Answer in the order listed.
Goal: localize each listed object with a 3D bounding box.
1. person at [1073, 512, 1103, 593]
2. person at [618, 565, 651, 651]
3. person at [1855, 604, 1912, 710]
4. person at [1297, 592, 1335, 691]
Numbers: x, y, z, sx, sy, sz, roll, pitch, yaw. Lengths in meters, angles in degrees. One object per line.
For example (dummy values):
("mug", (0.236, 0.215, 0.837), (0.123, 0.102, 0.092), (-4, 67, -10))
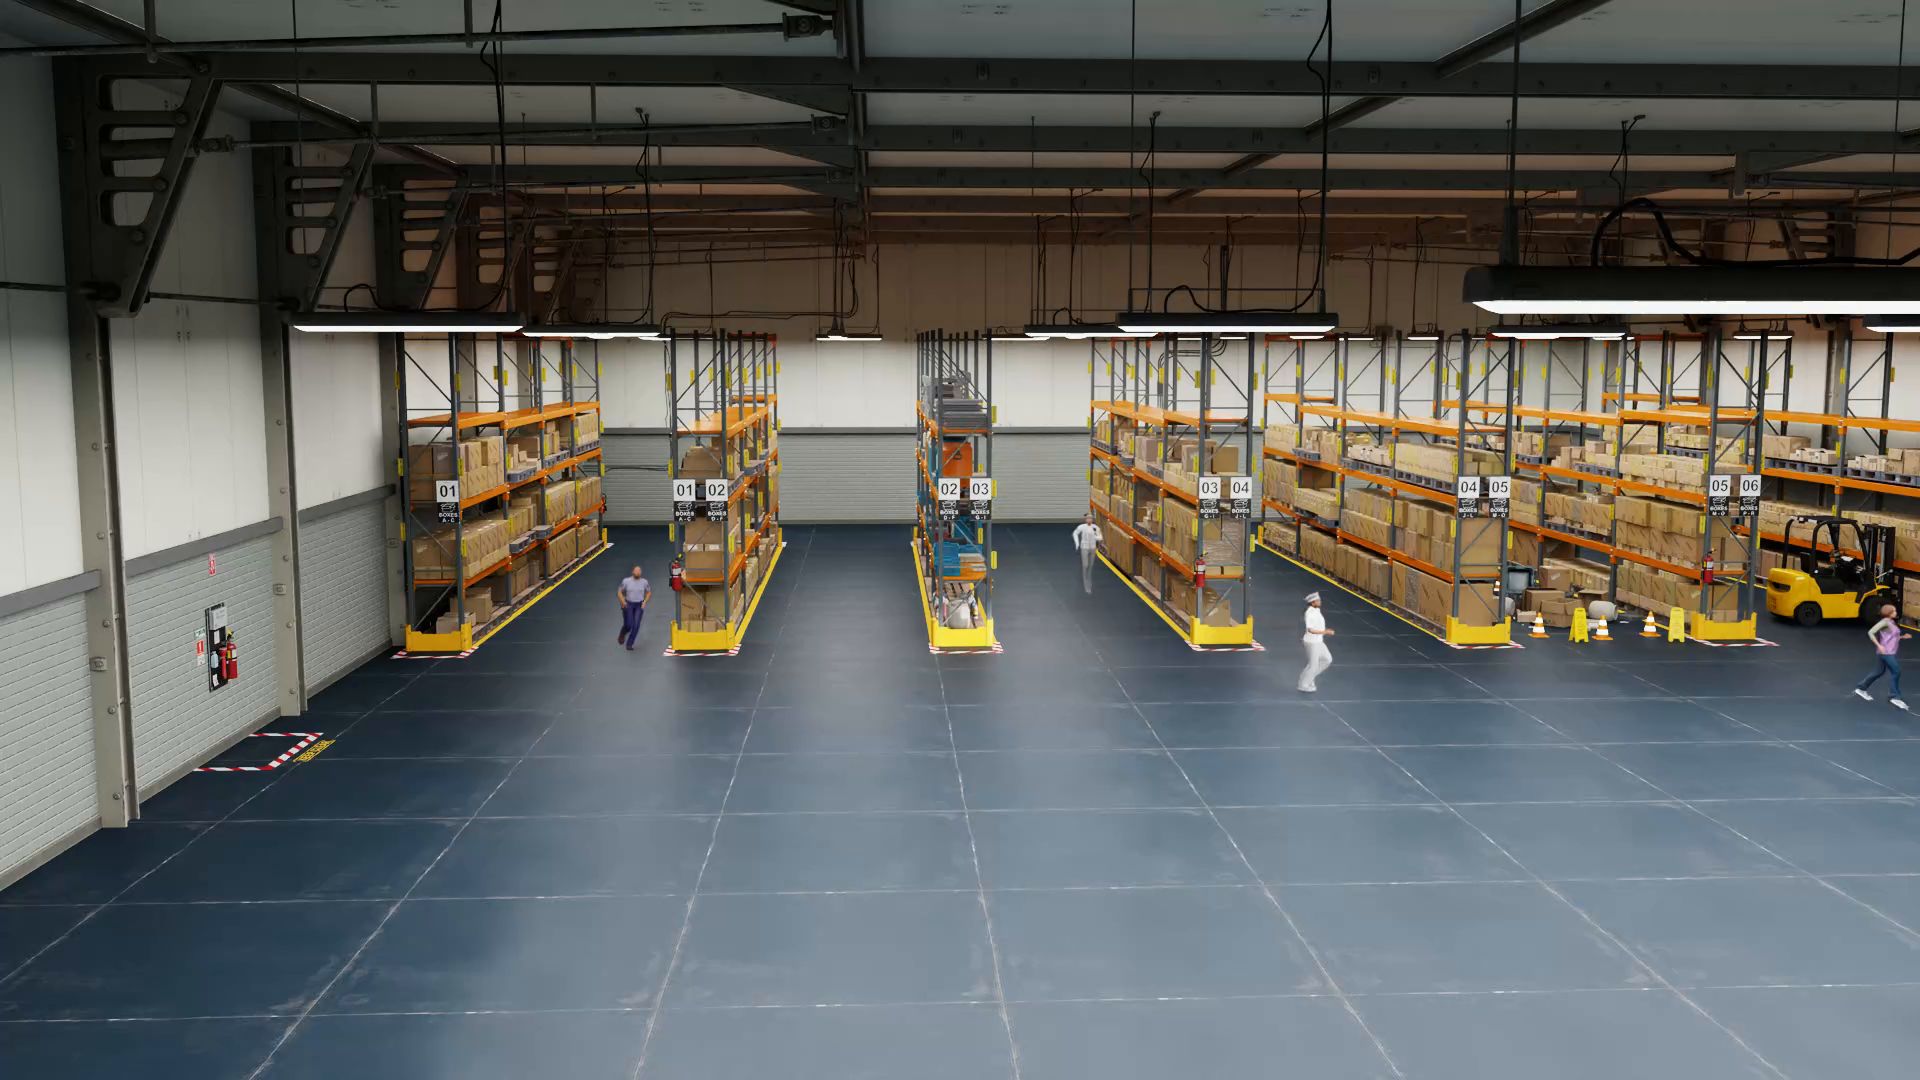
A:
("person", (2.850, 0.247, 36.825), (0.587, 1.762, 0.753), (-1, 7, -11))
("person", (-6.099, 1.261, 31.236), (0.612, 1.589, 0.540), (-3, 7, -22))
("person", (14.623, 1.822, 26.302), (0.784, 1.630, 0.517), (5, 8, 35))
("person", (5.880, 1.671, 27.362), (0.611, 1.665, 0.554), (3, 7, 24))
